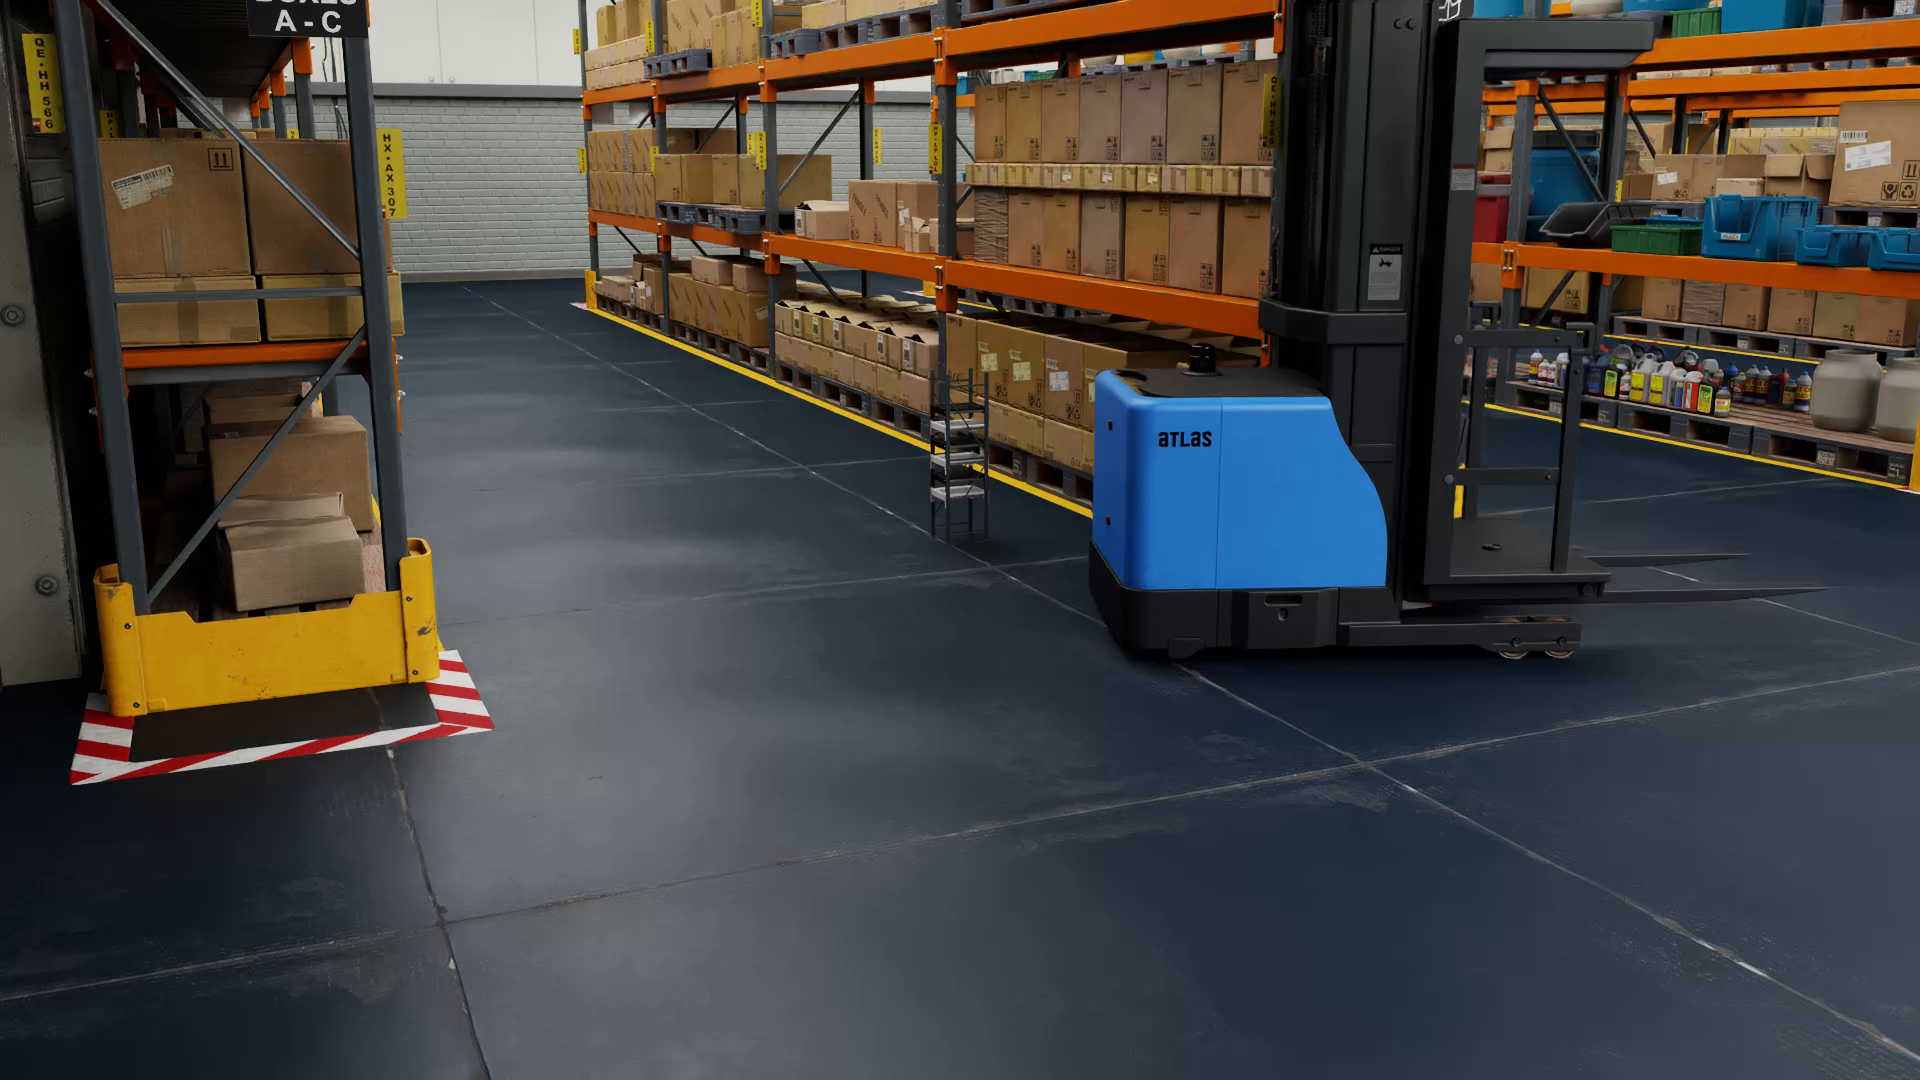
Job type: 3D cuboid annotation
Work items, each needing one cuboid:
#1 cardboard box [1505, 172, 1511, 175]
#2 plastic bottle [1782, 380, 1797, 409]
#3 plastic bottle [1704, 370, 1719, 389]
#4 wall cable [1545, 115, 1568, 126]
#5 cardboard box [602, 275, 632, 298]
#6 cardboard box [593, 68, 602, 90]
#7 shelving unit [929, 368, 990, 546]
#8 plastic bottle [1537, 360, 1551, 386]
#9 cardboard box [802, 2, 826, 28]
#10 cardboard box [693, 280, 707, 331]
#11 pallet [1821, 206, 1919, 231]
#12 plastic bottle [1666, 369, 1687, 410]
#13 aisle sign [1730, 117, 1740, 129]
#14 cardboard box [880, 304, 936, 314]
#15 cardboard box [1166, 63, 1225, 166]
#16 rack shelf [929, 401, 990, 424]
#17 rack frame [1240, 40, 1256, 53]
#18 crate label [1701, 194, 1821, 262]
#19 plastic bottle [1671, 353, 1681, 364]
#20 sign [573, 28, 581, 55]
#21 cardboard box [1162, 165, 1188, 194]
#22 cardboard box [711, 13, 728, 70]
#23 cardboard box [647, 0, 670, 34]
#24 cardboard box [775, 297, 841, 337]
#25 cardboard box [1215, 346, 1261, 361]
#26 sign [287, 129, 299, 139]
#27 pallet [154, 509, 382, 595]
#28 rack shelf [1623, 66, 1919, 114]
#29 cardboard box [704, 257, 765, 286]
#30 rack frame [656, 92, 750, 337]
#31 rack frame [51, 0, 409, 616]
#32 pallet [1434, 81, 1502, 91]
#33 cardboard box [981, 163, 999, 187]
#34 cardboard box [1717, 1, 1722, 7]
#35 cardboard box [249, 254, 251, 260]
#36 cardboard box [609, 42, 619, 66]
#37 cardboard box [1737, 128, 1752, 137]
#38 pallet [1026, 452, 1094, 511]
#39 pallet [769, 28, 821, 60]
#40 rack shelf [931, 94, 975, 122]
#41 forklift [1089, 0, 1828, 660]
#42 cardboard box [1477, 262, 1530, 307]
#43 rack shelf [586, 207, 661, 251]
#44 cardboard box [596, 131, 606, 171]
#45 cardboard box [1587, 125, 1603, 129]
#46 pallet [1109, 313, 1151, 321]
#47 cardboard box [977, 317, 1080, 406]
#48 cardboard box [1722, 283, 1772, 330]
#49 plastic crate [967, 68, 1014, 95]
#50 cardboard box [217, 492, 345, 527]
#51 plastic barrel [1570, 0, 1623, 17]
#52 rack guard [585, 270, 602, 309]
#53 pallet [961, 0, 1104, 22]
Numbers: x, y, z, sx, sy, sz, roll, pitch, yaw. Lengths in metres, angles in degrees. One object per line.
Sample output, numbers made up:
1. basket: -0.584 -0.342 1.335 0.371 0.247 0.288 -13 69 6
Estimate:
1. cardboard box: 6.977 -4.217 20.215 0.500 0.500 0.500 -6 14 -25
2. plastic bottle: 5.992 -1.053 11.997 0.097 0.201 0.097 0 13 0
3. plastic bottle: 5.358 -1.073 11.901 0.061 0.283 0.133 -6 14 -23
4. wall cable: 12.698 -8.214 35.455 0.588 1.984 0.122 -6 14 -23
5. cardboard box: -4.317 -3.270 21.469 0.500 0.250 0.500 -6 14 -23
6. cardboard box: -4.314 -5.791 20.921 0.500 0.250 0.500 -6 14 -23
7. shelving unit: -0.003 -0.440 8.776 0.258 0.900 0.210 -6 14 -23
8. plastic bottle: 4.638 -1.329 13.189 0.097 0.201 0.097 0 13 0
9. cardboard box: -1.037 -4.488 14.358 0.500 0.250 0.500 -7 15 -27
10. cardboard box: -2.485 -2.472 17.465 0.500 0.500 0.500 -5 14 -22
11. pallet: 9.237 -3.129 16.163 1.003 0.211 1.213 -6 14 -23
12. plastic bottle: 5.205 -1.088 11.984 0.152 0.276 0.135 -6 14 -25
13. aisle sign: 13.938 -7.735 29.874 0.394 0.787 0.004 -6 14 -23
14. cardboard box: -0.422 -1.825 14.025 0.500 0.311 0.500 -6 14 -23
15. cardboard box: 1.522 -2.229 8.747 0.700 0.500 0.500 -6 14 -24
16. rack shelf: -0.003 -0.671 8.722 0.258 0.077 0.200 -6 14 -23
17. rack frame: 3.269 -6.353 16.363 1.000 3.000 0.127 -6 14 -23
18. crate label: 5.489 -2.151 11.432 0.502 0.435 0.616 -6 14 -23
19. plastic bottle: 5.574 -1.319 12.963 0.061 0.283 0.133 -5 14 -19
20. sign: -4.972 -6.475 21.603 0.100 0.325 0.005 -6 14 -23
21. cardboard box: 1.299 -1.916 8.838 0.380 0.149 0.250 -5 14 -22
22. cardboard box: -1.889 -4.794 16.056 0.910 0.500 0.500 -6 14 -23
23. cardboard box: -3.103 -5.905 18.638 0.700 0.500 0.500 -6 14 -23
24. cardboard box: -1.330 -1.987 14.727 0.500 0.311 0.500 -5 14 -21
25. cardboard box: 1.721 -0.795 9.158 0.500 0.500 0.500 -6 14 -23
26. sign: -5.315 -3.112 13.272 0.100 0.325 0.005 -6 14 -23
27. pallet: -3.412 0.037 8.241 1.003 0.211 1.213 -6 14 -23
28. rack shelf: 8.609 -4.576 16.930 1.077 0.370 4.000 -6 14 -23
29. cardboard box: -2.301 -2.740 16.961 0.500 0.250 0.500 -6 14 -24
30. rack frame: -2.873 -3.810 18.681 1.000 3.000 0.127 -6 14 -23
31. rack frame: -2.604 -0.883 6.032 1.000 3.000 0.127 -6 14 -23
32. pallet: 6.618 -5.887 21.428 0.805 0.209 1.217 -6 14 -25
33. cardboard box: 0.362 -2.397 10.916 0.380 0.149 0.250 -5 14 -22
34. cardboard box: 8.168 -5.303 17.146 0.500 0.500 0.500 -6 14 -25
35. cardboard box: -2.928 -1.161 7.521 0.500 0.250 0.500 -6 14 -24
36. cardboard box: -3.912 -5.829 19.973 0.500 0.250 0.500 -6 14 -23
37. cardboard box: 13.741 -7.068 28.876 0.380 0.149 0.250 -5 14 -21
38. pallet: 1.104 -0.379 10.037 1.003 0.211 1.213 -6 14 -23
39. pallet: -0.917 -4.221 14.222 1.213 0.211 1.003 -5 14 -20
40. rack shelf: 0.866 -5.781 22.139 1.077 0.370 4.000 -6 14 -23
41. forklift: 2.127 -1.060 6.951 3.031 2.935 1.130 -1 13 -4
42. cardboard box: 7.200 -3.377 20.588 1.225 0.875 0.875 -6 14 -23
43. rack shelf: -3.674 -3.873 20.547 1.077 0.370 4.000 -6 14 -23
44. cardboard box: -4.323 -4.950 21.165 0.500 0.500 0.500 -5 14 -22
45. cardboard box: 9.950 -6.098 25.467 0.500 0.500 0.500 -5 14 -21
46. pallet: 2.430 -2.483 19.129 1.003 0.211 1.213 -6 14 -23
47. cardboard box: 0.438 -1.161 10.738 0.500 0.500 0.500 -6 14 -23
48. cardboard box: 8.562 -2.508 17.621 0.700 0.500 0.500 -4 14 -18
49. plastic crate: 0.425 -6.174 22.379 0.504 0.338 0.767 -6 14 -23
50. cardboard box: -3.027 -0.056 7.447 0.500 0.311 0.500 -4 14 -18
51. plastic barrel: 4.864 -4.218 12.610 0.421 0.512 0.421 0 13 0
52. rack guard: -4.445 -3.403 22.465 1.175 0.500 0.348 -6 14 -23
53. pallet: 0.697 -3.402 10.460 1.003 0.211 1.213 -6 14 -23
